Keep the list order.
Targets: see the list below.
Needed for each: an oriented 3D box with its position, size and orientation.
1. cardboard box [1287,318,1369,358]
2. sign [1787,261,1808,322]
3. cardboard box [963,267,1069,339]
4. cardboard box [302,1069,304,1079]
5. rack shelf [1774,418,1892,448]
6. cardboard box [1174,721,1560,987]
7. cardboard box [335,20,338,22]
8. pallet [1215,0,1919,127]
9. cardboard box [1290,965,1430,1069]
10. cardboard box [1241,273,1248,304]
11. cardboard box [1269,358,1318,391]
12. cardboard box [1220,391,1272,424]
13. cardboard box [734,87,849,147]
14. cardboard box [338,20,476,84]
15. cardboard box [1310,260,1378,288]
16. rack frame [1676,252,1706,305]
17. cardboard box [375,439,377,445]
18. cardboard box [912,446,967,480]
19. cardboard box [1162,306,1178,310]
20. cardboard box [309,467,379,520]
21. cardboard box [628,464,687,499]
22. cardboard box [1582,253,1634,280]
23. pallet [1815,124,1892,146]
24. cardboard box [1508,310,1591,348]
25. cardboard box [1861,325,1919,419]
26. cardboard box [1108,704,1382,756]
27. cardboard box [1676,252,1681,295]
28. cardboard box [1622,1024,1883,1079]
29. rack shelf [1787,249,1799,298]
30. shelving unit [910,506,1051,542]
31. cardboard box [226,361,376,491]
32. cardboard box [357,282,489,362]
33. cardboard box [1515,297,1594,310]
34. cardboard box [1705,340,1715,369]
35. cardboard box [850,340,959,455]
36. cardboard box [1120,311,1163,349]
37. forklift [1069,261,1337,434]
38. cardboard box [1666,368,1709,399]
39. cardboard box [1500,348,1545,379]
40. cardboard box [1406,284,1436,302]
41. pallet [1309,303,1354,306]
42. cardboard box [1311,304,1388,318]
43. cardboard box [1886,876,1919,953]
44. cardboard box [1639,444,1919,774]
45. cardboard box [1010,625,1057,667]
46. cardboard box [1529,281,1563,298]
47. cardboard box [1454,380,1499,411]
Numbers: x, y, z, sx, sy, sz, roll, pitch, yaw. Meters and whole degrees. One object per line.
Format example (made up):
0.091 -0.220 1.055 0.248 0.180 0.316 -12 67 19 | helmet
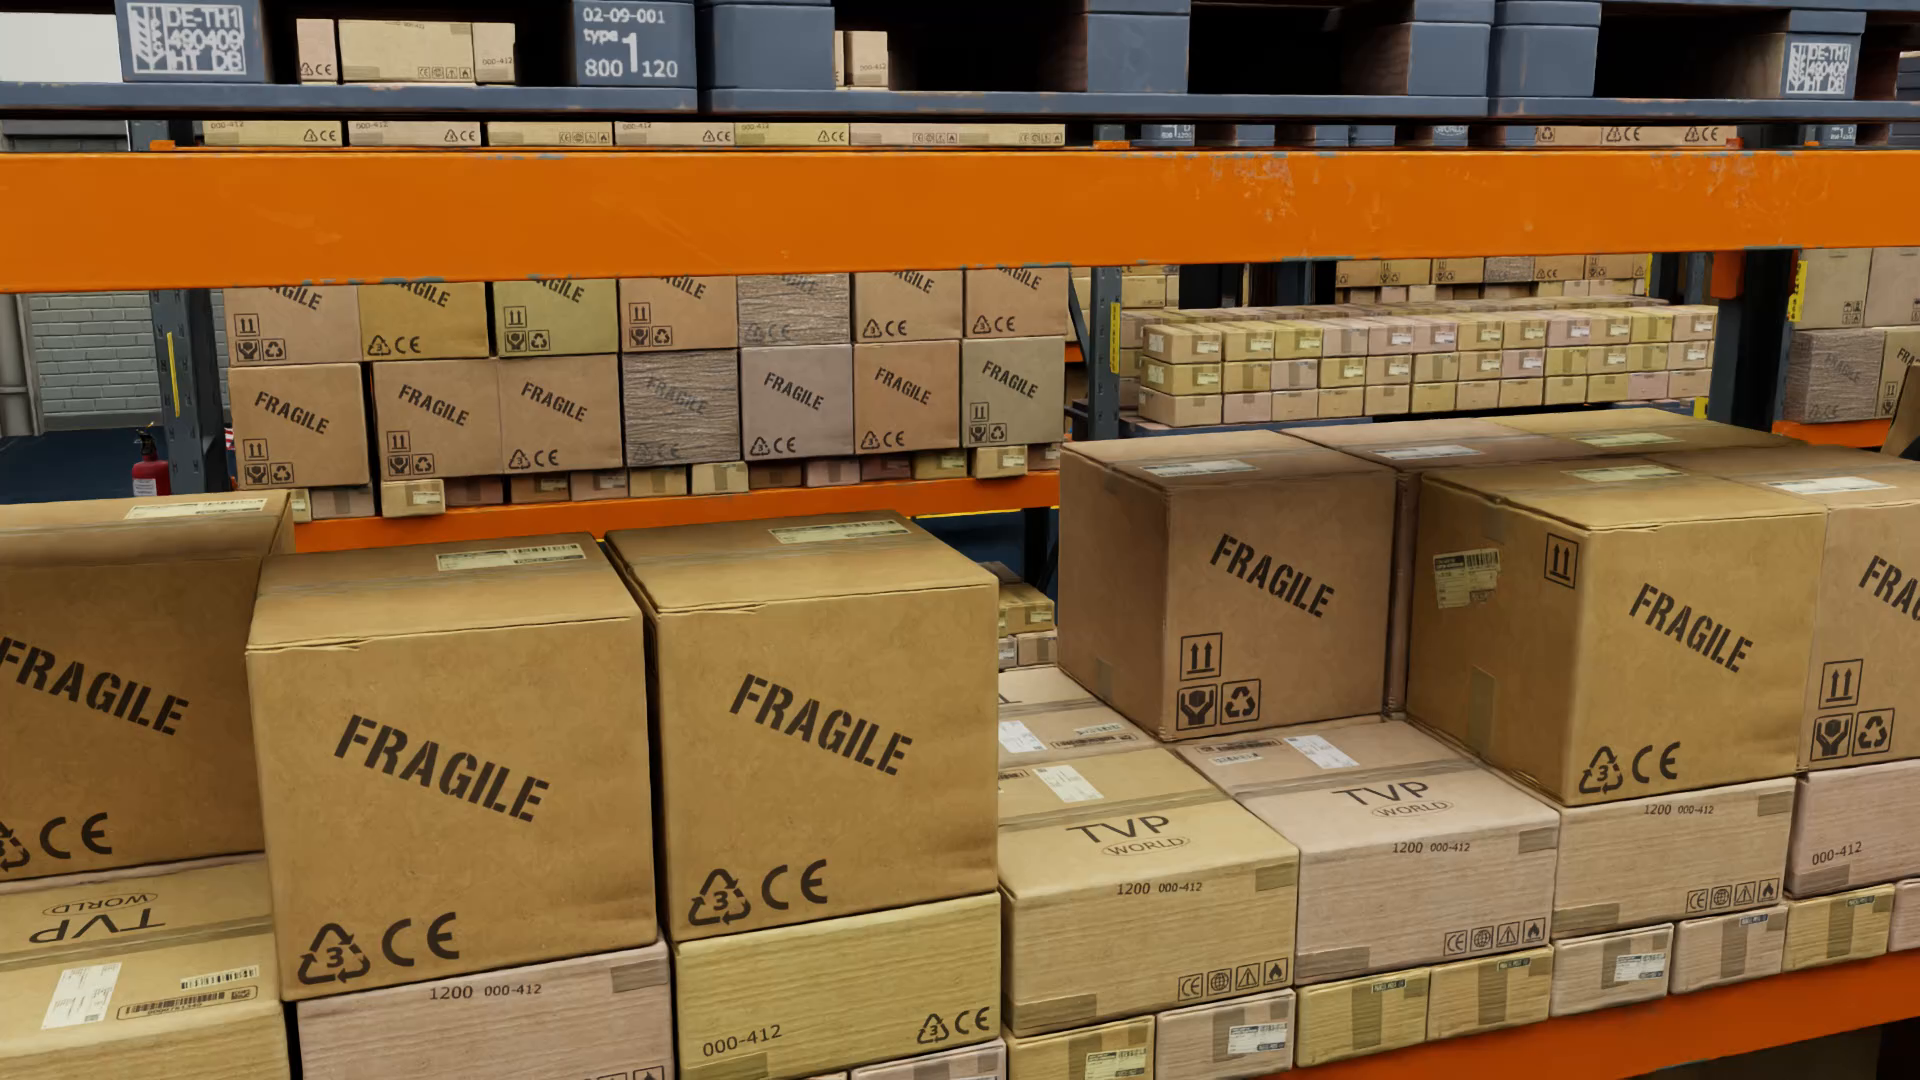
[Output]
1.803 -0.998 8.207 0.250 0.149 0.380 -5 14 -19 | cardboard box
4.513 -1.342 8.971 0.005 0.325 0.100 -4 14 -18 | sign
0.181 -1.226 7.795 0.500 0.500 0.500 -5 14 -20 | cardboard box
-1.081 0.899 2.422 0.250 0.149 0.380 -5 14 -19 | cardboard box
6.226 -0.733 10.297 4.000 0.370 1.077 -4 14 -18 | rack shelf
0.718 0.550 3.030 0.500 0.250 0.500 -4 14 -17 | cardboard box
-2.624 -2.157 6.630 0.250 0.149 0.380 -4 14 -16 | cardboard box
1.247 -0.903 3.166 1.213 0.211 1.003 -4 14 -18 | pallet
0.624 0.767 2.981 0.250 0.149 0.380 -5 14 -19 | cardboard box
2.278 -2.092 13.701 0.500 0.250 0.500 -5 14 -18 | cardboard box
1.549 -0.834 8.159 0.250 0.149 0.380 -4 14 -17 | cardboard box
1.321 -0.672 8.122 0.250 0.149 0.380 -4 14 -17 | cardboard box
-0.797 -1.859 7.319 0.500 0.250 0.500 -5 14 -19 | cardboard box
-2.258 -1.989 6.783 0.500 0.250 0.500 -5 14 -19 | cardboard box
3.157 -2.394 13.958 0.500 0.500 0.500 -5 14 -20 | cardboard box
6.448 -2.309 15.367 0.127 3.000 1.000 -4 14 -18 | rack frame
-4.332 -0.452 12.189 0.875 0.438 0.875 -5 14 -20 | cardboard box
-0.138 -0.396 7.869 0.250 0.149 0.380 -4 14 -16 | cardboard box
1.781 -1.805 13.574 0.500 0.250 0.500 -4 14 -17 | cardboard box
-2.612 -0.203 7.056 0.250 0.149 0.380 -4 14 -16 | cardboard box
-1.377 -0.301 7.469 0.250 0.149 0.380 -4 14 -16 | cardboard box
5.613 -2.585 14.763 0.500 0.500 0.500 -4 14 -18 | cardboard box
4.924 -2.362 9.517 1.003 0.211 1.213 -4 14 -15 | pallet
3.043 -1.096 8.617 0.250 0.149 0.380 -4 14 -18 | cardboard box
5.324 -0.996 9.633 0.500 0.500 0.500 -5 14 -19 | cardboard box
0.535 0.436 3.511 0.500 0.250 0.500 -4 14 -17 | cardboard box
6.789 -2.590 15.689 0.500 0.500 0.500 -5 14 -20 | cardboard box
1.375 1.316 3.814 0.875 0.875 0.875 -4 14 -18 | cardboard box
3.922 -0.802 4.104 4.000 0.370 1.077 -4 14 -18 | rack shelf
0.081 -0.736 11.996 1.048 1.500 0.538 -4 14 -18 | shelving unit
-2.738 -0.511 6.950 0.500 0.500 0.500 -4 14 -15 | cardboard box
-2.265 -1.038 7.006 0.500 0.500 0.500 -4 14 -16 | cardboard box
3.343 -1.278 9.382 0.250 0.149 0.380 -5 14 -18 | cardboard box
4.008 -1.026 8.966 0.250 0.149 0.380 -4 14 -17 | cardboard box
-0.321 -0.698 7.736 0.500 0.500 0.500 -5 14 -20 | cardboard box
0.858 -1.084 8.568 0.250 0.149 0.380 -4 14 -15 | cardboard box
2.102 -0.970 9.888 3.031 2.935 1.130 12 18 42 | forklift
3.774 -0.862 8.922 0.250 0.149 0.380 -4 14 -18 | cardboard box
2.786 -0.930 8.564 0.250 0.149 0.380 -4 14 -17 | cardboard box
3.844 -2.118 14.202 0.250 0.149 0.380 -4 14 -18 | cardboard box
3.298 -1.996 14.468 1.003 0.211 1.213 -4 14 -18 | pallet
2.094 -1.180 8.972 0.250 0.149 0.380 -5 14 -21 | cardboard box
1.841 0.672 3.380 0.250 0.149 0.380 -4 14 -18 | cardboard box
1.676 0.111 3.255 0.500 0.500 0.500 -4 14 -16 | cardboard box
0.343 0.491 8.208 0.250 0.149 0.380 -4 14 -17 | cardboard box
5.076 -2.220 14.630 0.250 0.149 0.380 -4 14 -18 | cardboard box
2.536 -0.766 8.516 0.250 0.149 0.380 -5 14 -21 | cardboard box
